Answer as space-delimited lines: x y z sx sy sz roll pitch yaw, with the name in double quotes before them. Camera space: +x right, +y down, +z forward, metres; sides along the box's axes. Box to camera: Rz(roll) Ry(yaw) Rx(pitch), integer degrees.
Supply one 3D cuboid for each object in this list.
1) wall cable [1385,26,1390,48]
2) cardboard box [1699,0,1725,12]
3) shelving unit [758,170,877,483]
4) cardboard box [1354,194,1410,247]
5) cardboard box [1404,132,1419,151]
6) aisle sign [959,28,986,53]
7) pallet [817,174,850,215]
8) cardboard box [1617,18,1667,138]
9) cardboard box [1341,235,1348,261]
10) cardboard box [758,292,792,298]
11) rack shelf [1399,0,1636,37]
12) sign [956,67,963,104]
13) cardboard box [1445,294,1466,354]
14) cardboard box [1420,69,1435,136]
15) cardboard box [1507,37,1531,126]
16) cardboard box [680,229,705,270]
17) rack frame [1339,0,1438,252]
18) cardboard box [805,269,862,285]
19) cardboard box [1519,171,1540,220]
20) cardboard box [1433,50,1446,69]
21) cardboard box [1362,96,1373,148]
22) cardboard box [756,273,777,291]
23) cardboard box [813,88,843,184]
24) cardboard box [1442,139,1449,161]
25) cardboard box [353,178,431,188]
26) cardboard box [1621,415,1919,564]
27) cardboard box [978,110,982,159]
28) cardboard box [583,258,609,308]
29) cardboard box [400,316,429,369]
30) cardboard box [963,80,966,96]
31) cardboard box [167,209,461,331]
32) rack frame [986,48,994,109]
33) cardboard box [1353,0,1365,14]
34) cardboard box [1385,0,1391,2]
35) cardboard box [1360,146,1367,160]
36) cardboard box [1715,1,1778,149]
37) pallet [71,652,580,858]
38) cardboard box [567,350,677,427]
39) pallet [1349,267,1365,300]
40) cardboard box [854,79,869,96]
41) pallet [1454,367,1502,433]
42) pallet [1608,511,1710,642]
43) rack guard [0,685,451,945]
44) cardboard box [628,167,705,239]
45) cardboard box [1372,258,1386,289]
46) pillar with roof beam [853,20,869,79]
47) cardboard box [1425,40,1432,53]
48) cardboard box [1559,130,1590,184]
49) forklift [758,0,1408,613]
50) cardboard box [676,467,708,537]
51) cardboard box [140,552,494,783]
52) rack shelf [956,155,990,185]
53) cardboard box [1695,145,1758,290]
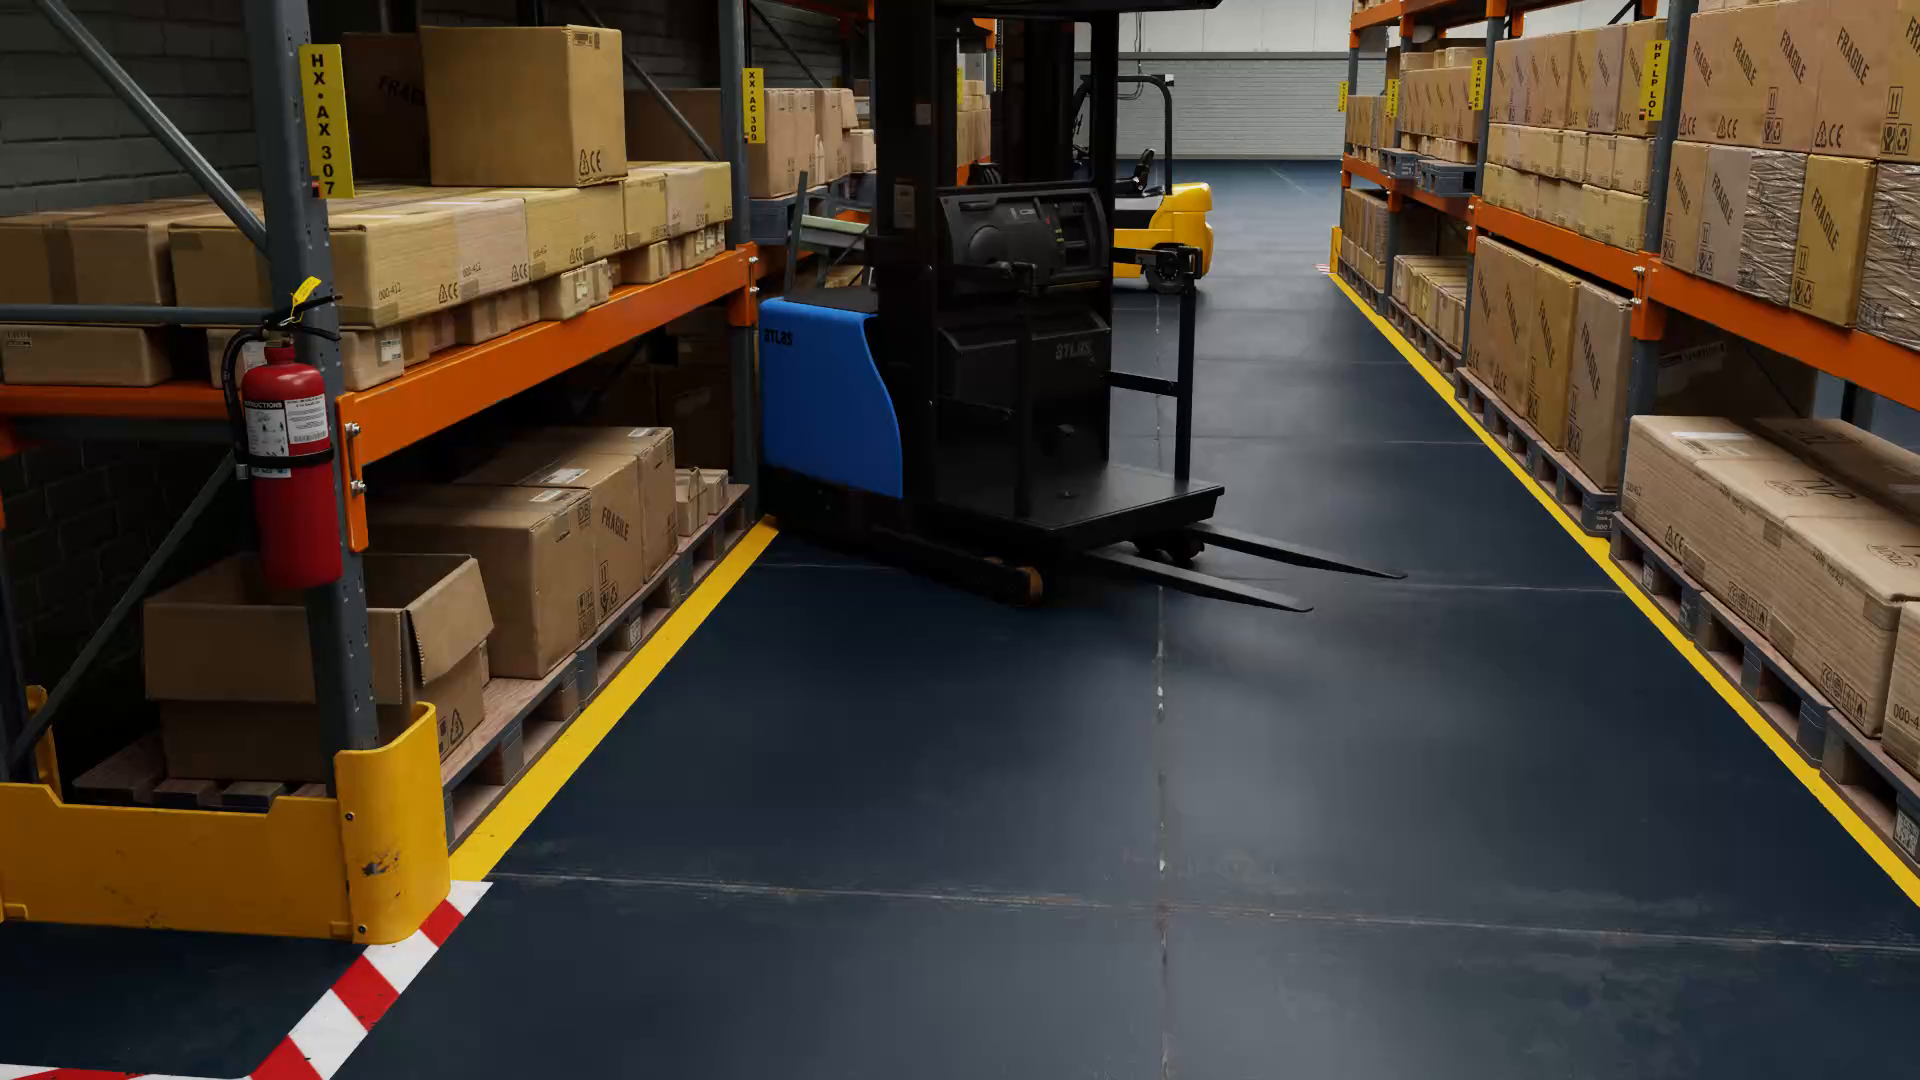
"wall cable" 13.374 -17.262 47.745 2.305 6.003 0.169 2 15 6
"cardboard box" 3.170 -2.168 6.584 0.380 0.149 0.250 1 15 5
"shelving unit" -0.627 -1.025 8.316 0.431 1.500 0.755 10 8 6
"cardboard box" 4.331 -3.275 17.054 0.500 0.500 0.500 2 15 7
"cardboard box" 3.953 -3.356 14.004 0.380 0.149 0.250 2 15 7
"aisle sign" 0.185 -5.919 18.826 0.394 0.787 0.004 2 15 6
"pallet" -1.232 -1.984 9.620 1.003 0.211 1.213 2 15 6
"cardboard box" 3.265 -2.053 7.399 0.500 0.500 0.500 2 15 8
"cardboard box" 4.452 -3.185 18.157 0.500 0.250 0.500 2 15 6
"cardboard box" -1.077 -1.349 9.647 0.380 0.149 0.250 2 15 6
"rack shelf" 4.141 -4.055 12.544 1.077 0.370 4.000 2 15 6
"sign" -0.026 -4.126 15.107 0.100 0.325 0.005 2 15 6
"cardboard box" 3.989 -1.516 11.753 0.950 0.372 0.625 1 15 2
"cardboard box" 3.856 -3.363 12.788 0.500 0.500 0.500 1 15 4
"cardboard box" 3.570 -2.717 9.857 0.500 0.500 0.500 2 15 6
"cardboard box" -1.267 -1.196 6.819 0.380 0.149 0.250 2 15 8
"rack frame" 4.818 -4.511 18.597 1.000 3.000 0.127 2 15 6
"cardboard box" -0.821 -1.683 10.881 0.380 0.149 0.250 1 15 3
"cardboard box" 3.505 -1.974 9.504 0.500 0.250 0.500 2 15 8
"cardboard box" 3.942 -3.785 13.103 0.380 0.149 0.250 3 15 9
"cardboard box" 4.328 -4.189 16.646 0.500 0.500 0.500 1 15 5
"cardboard box" -1.391 -1.629 10.682 0.380 0.149 0.250 2 15 7
"cardboard box" -1.045 -2.251 9.245 0.700 0.500 0.500 2 15 6
"cardboard box" 3.697 -2.813 11.994 0.380 0.149 0.250 1 15 4
"cardboard box" -1.953 -1.102 5.709 0.500 0.250 0.500 2 15 6
"cardboard box" 3.286 -0.205 6.776 0.875 0.438 0.875 1 15 5
"cardboard box" -0.034 -4.302 17.632 0.500 0.500 0.500 1 15 5
"cardboard box" -1.406 -0.864 5.590 0.380 0.149 0.250 2 15 8
"cardboard box" -1.627 -0.529 4.354 0.380 0.149 0.250 2 15 8
"cardboard box" -0.144 -4.398 16.176 0.380 0.149 0.250 2 15 8
"cardboard box" -1.601 -0.687 4.174 0.500 0.250 0.500 2 15 7
"rack frame" -0.114 -4.656 19.134 1.000 3.000 0.127 2 15 6
"cardboard box" 4.458 -5.761 17.955 0.380 0.149 0.250 2 15 6
"cardboard box" 4.229 -5.157 15.723 0.380 0.149 0.250 2 15 8
"cardboard box" 4.379 -4.043 17.347 0.380 0.149 0.250 2 15 8
"cardboard box" 3.106 -1.682 6.029 0.500 0.500 0.500 1 15 6
"pallet" -1.822 0.614 4.989 1.003 0.211 1.213 2 15 6
"cardboard box" -1.707 -0.676 8.399 0.500 0.500 0.500 2 15 6
"pallet" 4.542 -2.620 16.946 1.003 0.211 1.213 2 15 6
"cardboard box" -0.830 -4.215 15.500 0.380 0.149 0.250 2 15 6
"pallet" 3.751 -0.887 10.539 1.003 0.211 1.213 2 15 6
"pallet" 3.300 0.143 6.730 1.003 0.211 1.213 2 15 6
"rack guard" -1.911 0.681 4.186 1.175 0.500 0.348 2 15 6
"cardboard box" -1.325 -1.345 6.607 0.500 0.250 0.500 2 15 6
"cardboard box" 4.166 -2.510 15.661 0.500 0.250 0.500 2 15 9
"pillar with roof beam" 3.189 -7.271 17.312 9.100 9.000 0.400 2 15 6
"cardboard box" 4.711 -4.387 15.464 0.700 0.500 0.500 2 15 7
"cardboard box" 3.374 -1.953 8.468 0.500 0.250 0.500 2 15 8
"forklift" 0.427 -1.296 6.840 1.130 2.935 3.031 -14 20 -41
"cardboard box" -1.280 -0.181 7.017 0.396 0.266 0.258 2 15 8
"cardboard box" -1.757 0.340 4.635 0.797 0.503 0.637 1 15 4
"rack shelf" -0.340 -3.790 17.310 1.077 0.370 4.000 2 15 6
"cardboard box" 3.090 -1.202 6.170 0.500 0.500 0.500 2 15 7
